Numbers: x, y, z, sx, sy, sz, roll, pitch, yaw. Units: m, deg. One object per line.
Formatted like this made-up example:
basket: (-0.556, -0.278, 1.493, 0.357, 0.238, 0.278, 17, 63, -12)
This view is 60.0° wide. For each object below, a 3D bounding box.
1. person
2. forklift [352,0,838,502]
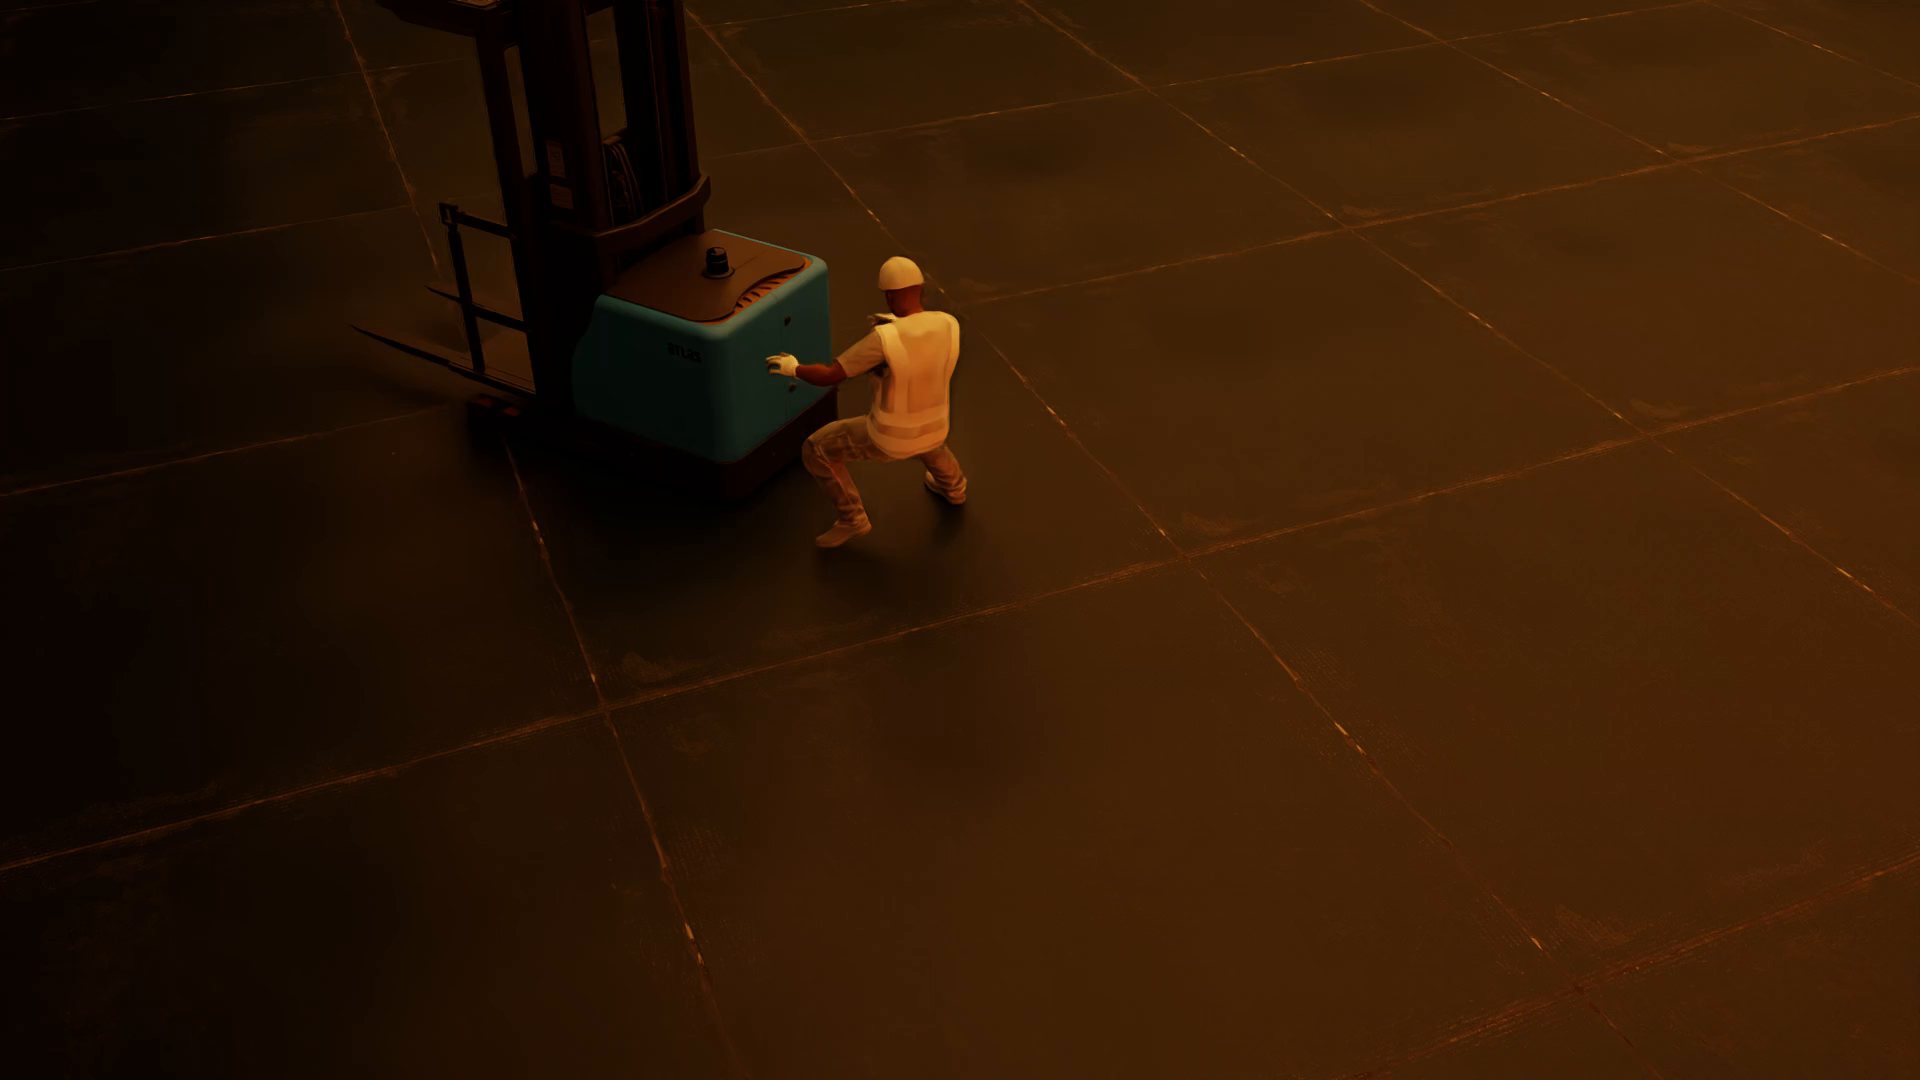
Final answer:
person: (-0.398, -0.701, 8.281, 1.040, 1.552, 0.792, -24, 42, -30)
forklift: (-2.219, -2.027, 8.949, 3.031, 2.935, 1.130, 19, 40, 25)
